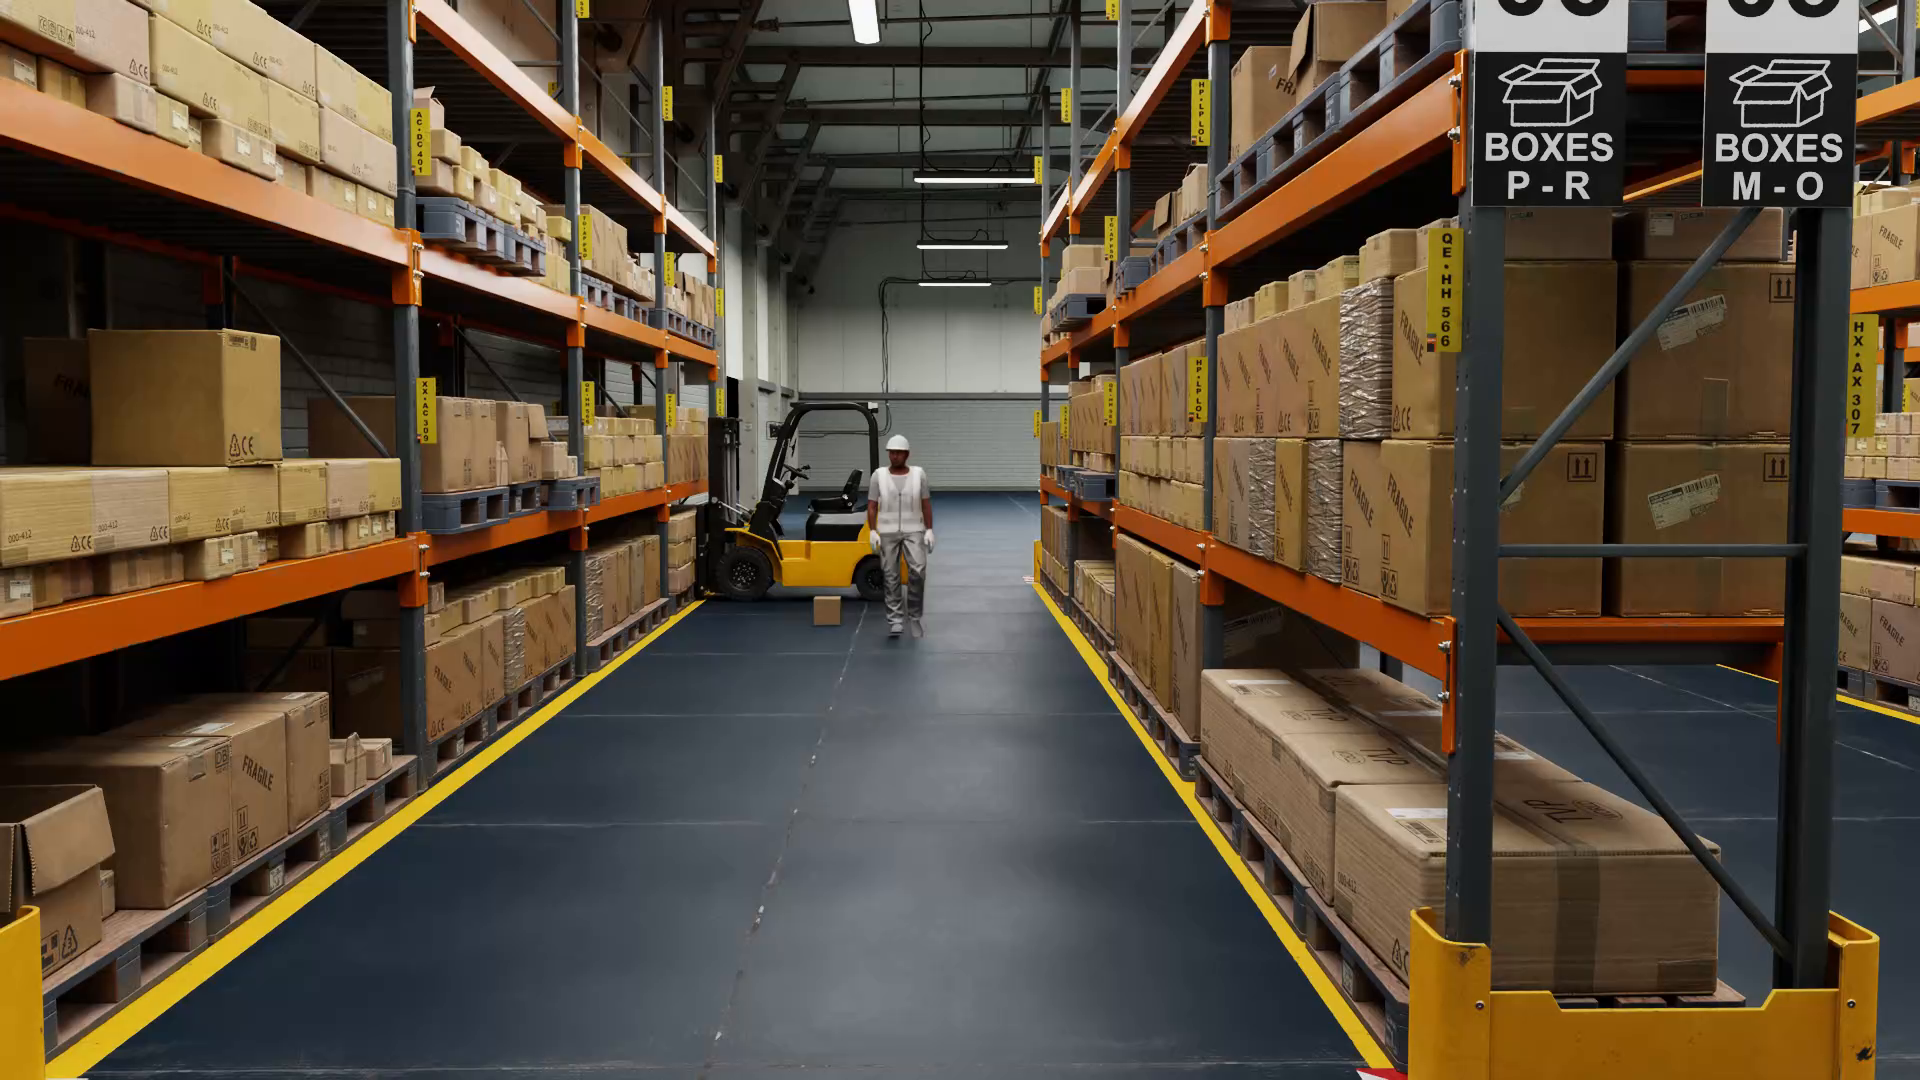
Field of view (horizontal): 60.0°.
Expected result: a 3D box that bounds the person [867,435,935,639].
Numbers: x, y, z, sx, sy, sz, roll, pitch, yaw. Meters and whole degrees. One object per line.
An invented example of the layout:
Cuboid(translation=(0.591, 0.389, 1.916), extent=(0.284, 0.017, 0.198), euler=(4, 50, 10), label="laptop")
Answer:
Cuboid(translation=(-0.525, -0.017, 14.787), extent=(0.599, 1.829, 0.469), euler=(0, 4, -1), label="person")
